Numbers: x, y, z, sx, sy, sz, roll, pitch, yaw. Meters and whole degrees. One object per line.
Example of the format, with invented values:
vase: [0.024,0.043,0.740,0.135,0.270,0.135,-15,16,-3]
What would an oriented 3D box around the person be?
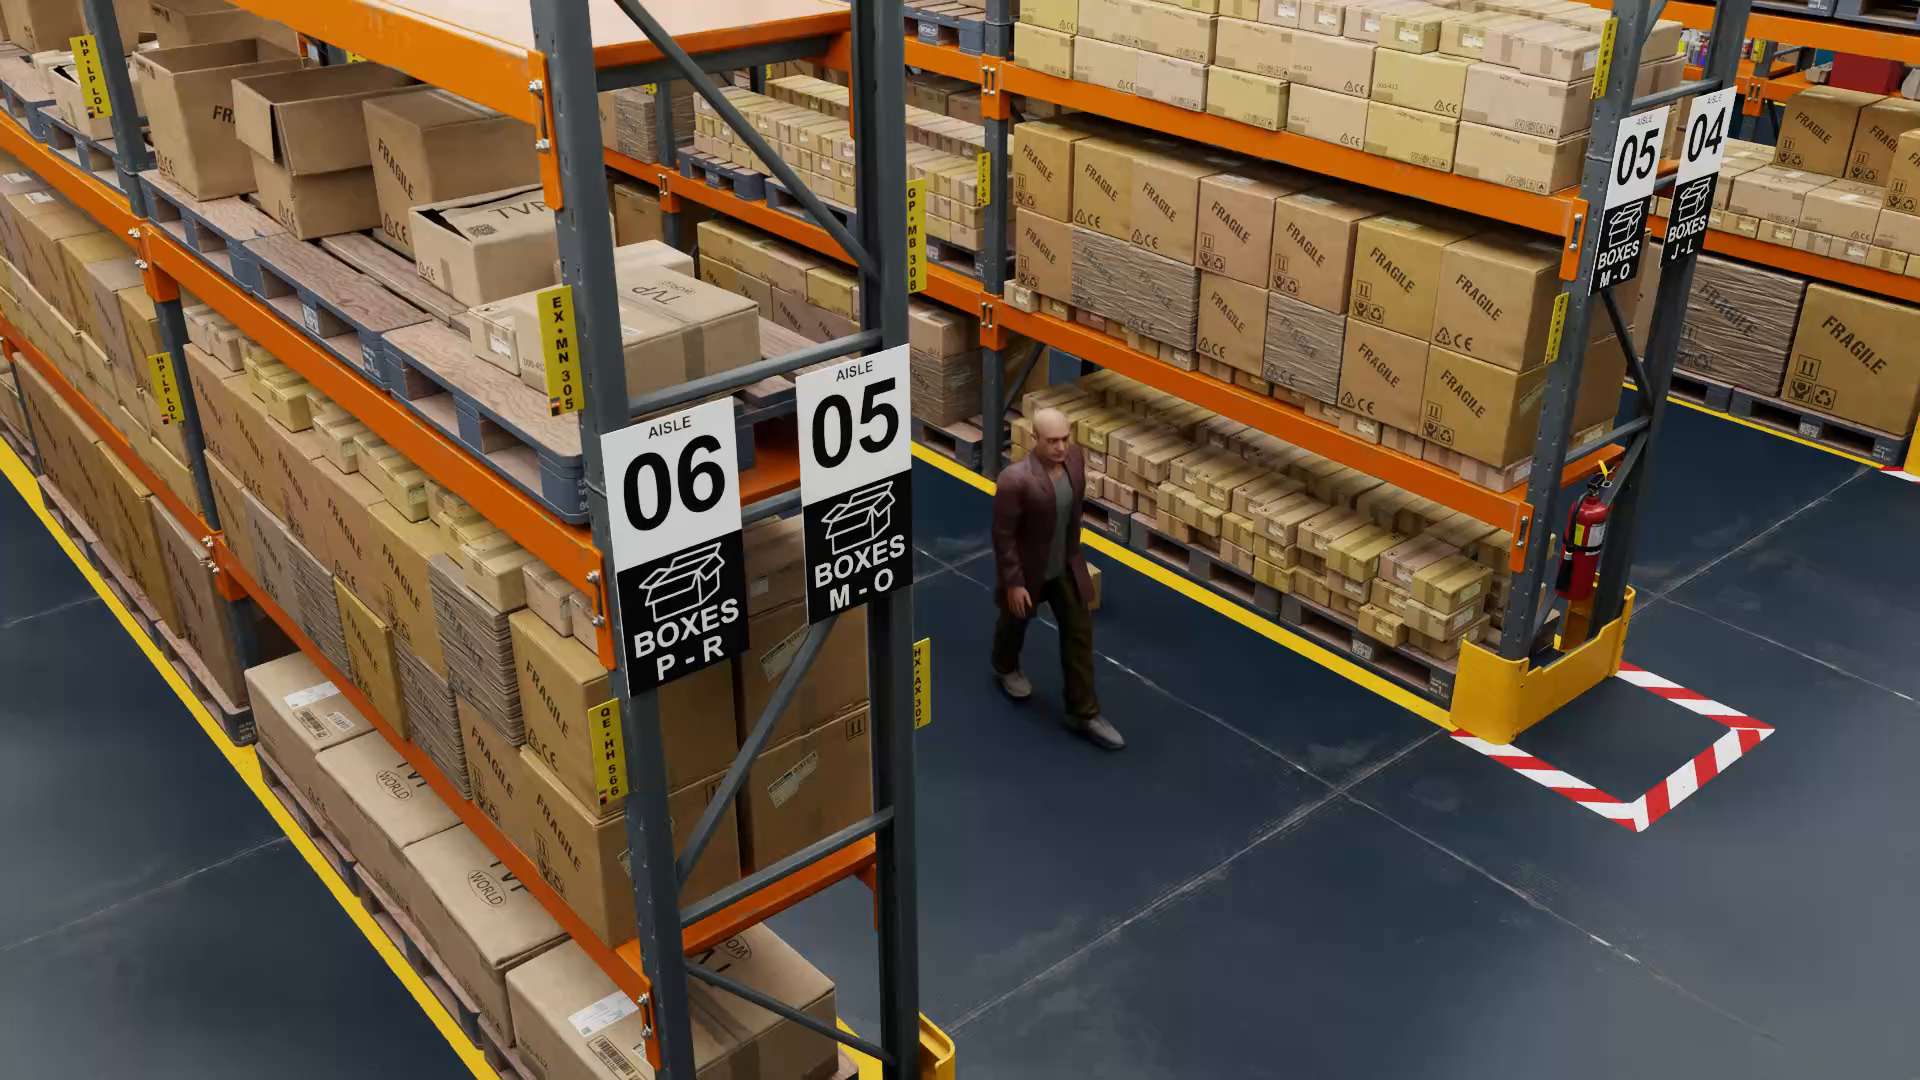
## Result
person: [0.426,0.141,8.360,0.615,1.751,0.956,-14,31,-25]
